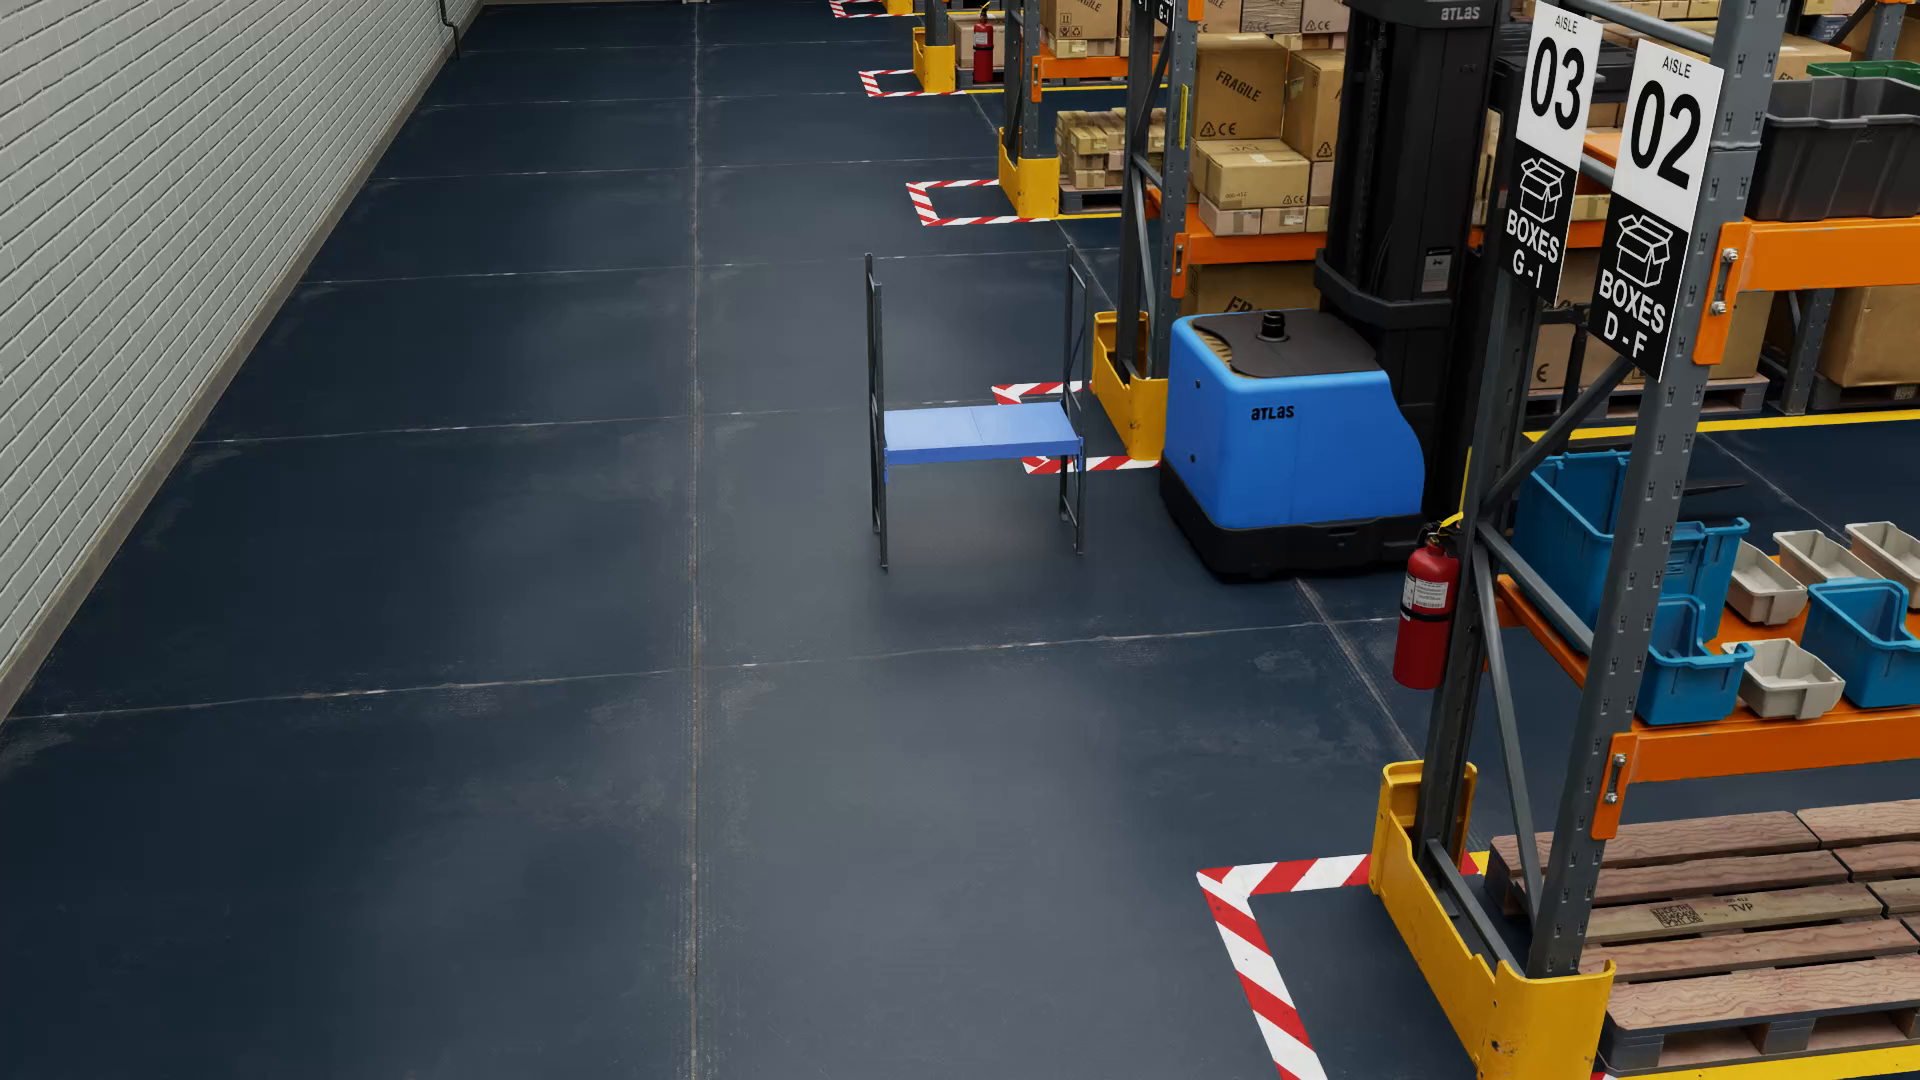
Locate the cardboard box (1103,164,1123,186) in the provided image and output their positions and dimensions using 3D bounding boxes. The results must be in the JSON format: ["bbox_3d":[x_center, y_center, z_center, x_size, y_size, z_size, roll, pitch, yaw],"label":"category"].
[{"bbox_3d":[1.327,-3.175,14.314,0.250,0.149,0.380,-4,27,-7],"label":"cardboard box"}]

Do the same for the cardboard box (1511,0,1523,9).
[{"bbox_3d":[4.843,-4.758,14.553,0.250,0.149,0.380,-4,27,-8],"label":"cardboard box"}]

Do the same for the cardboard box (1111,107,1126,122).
[{"bbox_3d":[1.501,-3.709,14.704,0.250,0.149,0.380,-4,27,-8],"label":"cardboard box"}]

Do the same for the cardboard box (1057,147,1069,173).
[{"bbox_3d":[1.008,-3.360,14.676,0.250,0.149,0.380,-3,27,-6],"label":"cardboard box"}]

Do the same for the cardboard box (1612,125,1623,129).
[{"bbox_3d":[4.073,-2.444,10.067,0.500,0.250,0.500,-4,27,-7],"label":"cardboard box"}]

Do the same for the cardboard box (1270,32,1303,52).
[{"bbox_3d":[2.689,-4.201,13.926,0.250,0.149,0.380,-3,27,-6],"label":"cardboard box"}]

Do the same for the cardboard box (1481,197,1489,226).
[{"bbox_3d":[3.028,-1.925,9.492,0.250,0.149,0.380,-4,27,-8],"label":"cardboard box"}]

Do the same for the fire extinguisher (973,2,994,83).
[{"bbox_3d":[0.202,-4.306,14.350,0.183,0.674,0.296,-4,27,-7],"label":"fire extinguisher"}]

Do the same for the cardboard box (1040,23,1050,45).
[{"bbox_3d":[0.800,-4.351,14.218,0.250,0.149,0.380,-4,27,-7],"label":"cardboard box"}]

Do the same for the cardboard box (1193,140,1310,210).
[{"bbox_3d":[1.620,-2.039,9.277,0.500,0.250,0.500,-4,27,-8],"label":"cardboard box"}]

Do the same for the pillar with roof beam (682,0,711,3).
[{"bbox_3d":[-3.165,-9.748,17.891,0.400,9.000,9.100,-4,27,-7],"label":"pillar with roof beam"}]

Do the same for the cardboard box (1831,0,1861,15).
[{"bbox_3d":[7.513,-4.627,14.297,0.250,0.149,0.380,-3,27,-6],"label":"cardboard box"}]

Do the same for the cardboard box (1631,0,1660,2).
[{"bbox_3d":[5.701,-4.644,14.004,0.250,0.149,0.380,-5,28,-9],"label":"cardboard box"}]

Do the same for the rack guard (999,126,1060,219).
[{"bbox_3d":[0.591,-3.207,14.452,0.348,0.500,1.175,-4,27,-7],"label":"rack guard"}]

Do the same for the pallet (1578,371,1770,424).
[{"bbox_3d":[4.304,-1.066,10.596,1.213,0.211,1.003,-4,27,-7],"label":"pallet"}]

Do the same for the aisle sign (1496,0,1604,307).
[{"bbox_3d":[1.685,-1.111,4.781,0.004,0.787,0.394,-4,27,-7],"label":"aisle sign"}]

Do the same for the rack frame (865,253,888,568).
[{"bbox_3d":[-0.419,-0.640,8.355,0.032,1.500,0.500,-4,27,-7],"label":"rack frame"}]

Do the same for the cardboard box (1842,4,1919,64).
[{"bbox_3d":[5.699,-2.855,9.820,0.637,0.503,0.797,-4,27,-8],"label":"cardboard box"}]

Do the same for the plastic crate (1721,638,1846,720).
[{"bbox_3d":[2.417,0.415,4.879,0.298,0.136,0.250,-4,27,-7],"label":"plastic crate"}]

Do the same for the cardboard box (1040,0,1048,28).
[{"bbox_3d":[0.925,-4.636,14.063,0.500,0.500,0.500,-3,27,-6],"label":"cardboard box"}]

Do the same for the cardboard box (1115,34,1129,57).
[{"bbox_3d":[1.403,-4.102,13.735,0.250,0.149,0.380,-4,27,-9],"label":"cardboard box"}]

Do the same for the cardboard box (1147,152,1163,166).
[{"bbox_3d":[1.580,-3.329,14.290,0.250,0.149,0.380,-3,27,-6],"label":"cardboard box"}]

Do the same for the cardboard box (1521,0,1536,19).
[{"bbox_3d":[4.931,-4.460,13.973,0.250,0.149,0.380,-5,28,-10],"label":"cardboard box"}]

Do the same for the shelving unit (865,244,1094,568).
[{"bbox_3d":[0.084,-0.673,8.418,1.048,1.500,0.538,-4,27,-7],"label":"shelving unit"}]

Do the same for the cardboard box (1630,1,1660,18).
[{"bbox_3d":[5.702,-4.510,14.070,0.250,0.149,0.380,-3,27,-7],"label":"cardboard box"}]

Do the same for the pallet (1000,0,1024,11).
[{"bbox_3d":[1.101,-7.680,23.487,1.213,0.211,1.003,-4,27,-7],"label":"pallet"}]

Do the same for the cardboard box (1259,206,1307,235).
[{"bbox_3d":[1.758,-1.844,9.333,0.250,0.149,0.380,-4,27,-8],"label":"cardboard box"}]

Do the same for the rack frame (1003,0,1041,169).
[{"bbox_3d":[0.516,-4.314,13.872,0.127,3.000,1.000,-4,27,-7],"label":"rack frame"}]

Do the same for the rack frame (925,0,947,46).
[{"bbox_3d":[-0.274,-6.545,18.220,0.127,3.000,1.000,-4,27,-7],"label":"rack frame"}]

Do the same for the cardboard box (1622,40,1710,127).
[{"bbox_3d":[4.153,-2.539,9.429,0.500,0.500,0.500,-3,27,-7],"label":"cardboard box"}]

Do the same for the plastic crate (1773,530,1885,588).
[{"bbox_3d":[2.868,0.119,5.456,0.243,0.136,0.396,-4,27,-7],"label":"plastic crate"}]

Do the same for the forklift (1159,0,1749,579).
[{"bbox_3d":[2.656,-1.429,8.325,3.031,2.935,1.130,-5,28,-10],"label":"forklift"}]

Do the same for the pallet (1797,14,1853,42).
[{"bbox_3d":[7.747,-4.644,14.725,1.003,0.211,1.213,-4,27,-7],"label":"pallet"}]

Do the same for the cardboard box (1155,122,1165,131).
[{"bbox_3d":[1.840,-3.460,14.219,0.250,0.149,0.380,-5,28,-10],"label":"cardboard box"}]

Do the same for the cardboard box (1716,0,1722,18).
[{"bbox_3d":[6.474,-4.561,14.168,0.250,0.149,0.380,-5,28,-9],"label":"cardboard box"}]

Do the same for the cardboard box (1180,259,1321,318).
[{"bbox_3d":[1.730,-1.384,10.028,0.875,0.875,0.875,-4,27,-7],"label":"cardboard box"}]

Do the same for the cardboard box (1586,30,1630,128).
[{"bbox_3d":[3.555,-2.741,9.823,0.500,0.500,0.500,-5,28,-9],"label":"cardboard box"}]

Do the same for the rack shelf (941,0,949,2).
[{"bbox_3d":[1.707,-6.352,18.632,4.000,0.370,1.077,-4,27,-7],"label":"rack shelf"}]

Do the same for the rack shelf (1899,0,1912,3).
[{"bbox_3d":[7.049,-3.461,9.712,4.000,0.370,1.077,-4,27,-7],"label":"rack shelf"}]

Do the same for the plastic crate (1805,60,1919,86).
[{"bbox_3d":[2.734,-1.258,4.863,0.336,0.188,0.450,-4,27,-7],"label":"plastic crate"}]

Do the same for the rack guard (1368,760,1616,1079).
[{"bbox_3d":[1.775,1.293,5.682,0.348,0.500,1.175,-4,27,-7],"label":"rack guard"}]

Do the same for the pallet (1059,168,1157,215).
[{"bbox_3d":[1.401,-3.114,14.587,1.213,0.211,1.003,-4,27,-7],"label":"pallet"}]

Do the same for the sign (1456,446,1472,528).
[{"bbox_3d":[1.704,-0.146,5.571,0.005,0.325,0.100,-4,27,-7],"label":"sign"}]

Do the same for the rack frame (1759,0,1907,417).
[{"bbox_3d":[5.068,-2.320,9.985,0.127,3.000,1.000,-4,27,-7],"label":"rack frame"}]

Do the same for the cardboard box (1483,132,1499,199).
[{"bbox_3d":[3.148,-2.141,9.476,0.500,0.250,0.500,-4,27,-8],"label":"cardboard box"}]

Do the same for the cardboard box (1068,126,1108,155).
[{"bbox_3d":[1.082,-3.377,14.056,0.250,0.149,0.380,-5,28,-9],"label":"cardboard box"}]

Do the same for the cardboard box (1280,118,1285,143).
[{"bbox_3d":[2.052,-2.314,9.812,0.500,0.250,0.500,-4,27,-8],"label":"cardboard box"}]

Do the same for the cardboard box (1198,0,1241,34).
[{"bbox_3d":[2.013,-4.465,13.732,0.500,0.500,0.500,-3,27,-6],"label":"cardboard box"}]
